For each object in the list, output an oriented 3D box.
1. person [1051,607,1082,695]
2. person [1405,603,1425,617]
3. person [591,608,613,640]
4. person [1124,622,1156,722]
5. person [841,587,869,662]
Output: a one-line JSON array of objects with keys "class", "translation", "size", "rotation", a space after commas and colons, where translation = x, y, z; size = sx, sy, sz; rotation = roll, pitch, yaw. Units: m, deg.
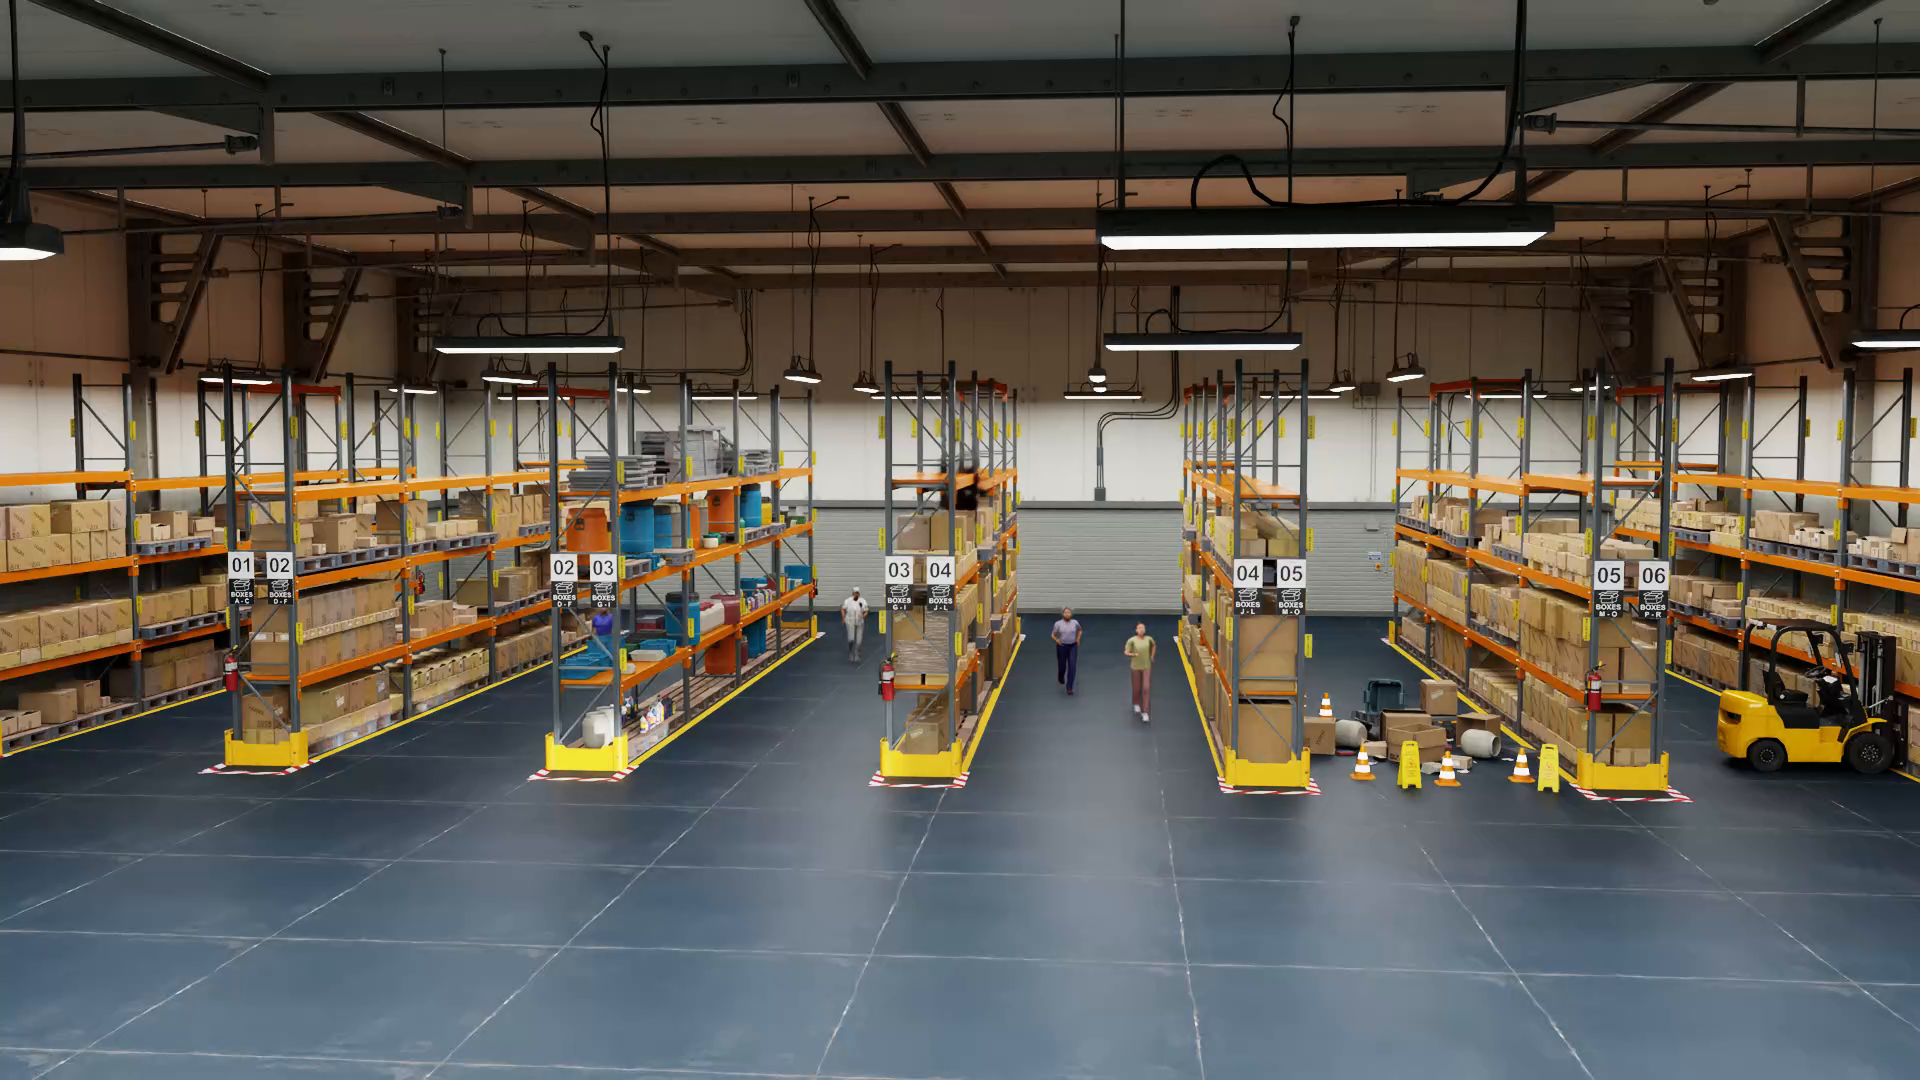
[{"class": "person", "translation": [2.050, 2.119, 31.852], "size": [0.607, 1.628, 0.841], "rotation": [0, 4, -2]}, {"class": "person", "translation": [11.035, 1.443, 40.476], "size": [0.735, 1.740, 0.940], "rotation": [-3, 5, -40]}, {"class": "person", "translation": [-7.052, 2.033, 32.858], "size": [0.573, 1.609, 0.556], "rotation": [0, 4, -1]}, {"class": "person", "translation": [3.131, 2.246, 28.847], "size": [0.574, 1.673, 0.951], "rotation": [0, 4, -1]}, {"class": "person", "translation": [-2.257, 1.823, 35.799], "size": [0.576, 1.630, 0.723], "rotation": [0, 4, -7]}]
